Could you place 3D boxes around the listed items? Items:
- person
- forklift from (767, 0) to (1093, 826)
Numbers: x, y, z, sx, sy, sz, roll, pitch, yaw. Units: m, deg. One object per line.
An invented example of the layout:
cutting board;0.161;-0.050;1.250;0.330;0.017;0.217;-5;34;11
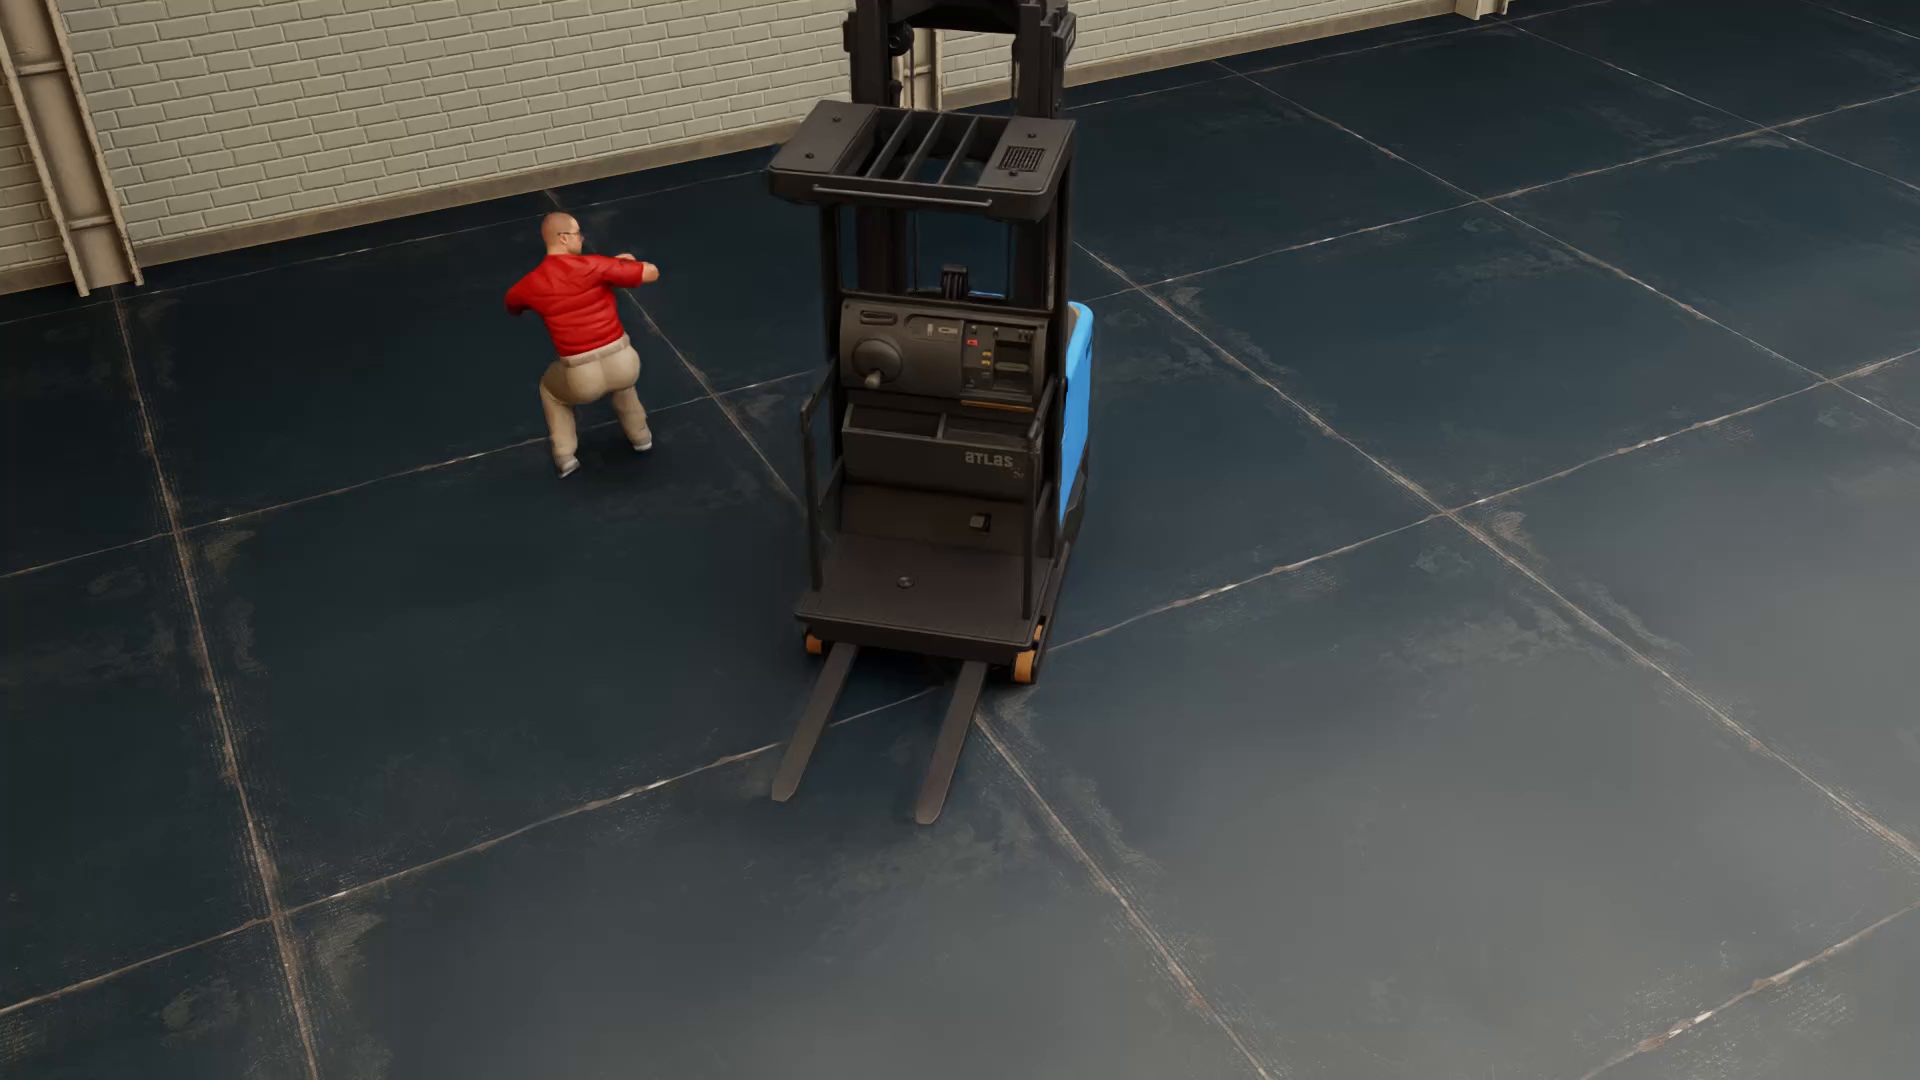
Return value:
person;-2.019;-1.095;8.989;0.796;1.485;0.932;-11;37;-15
forklift;-0.122;-0.767;7.208;1.130;2.935;3.031;7;36;10
